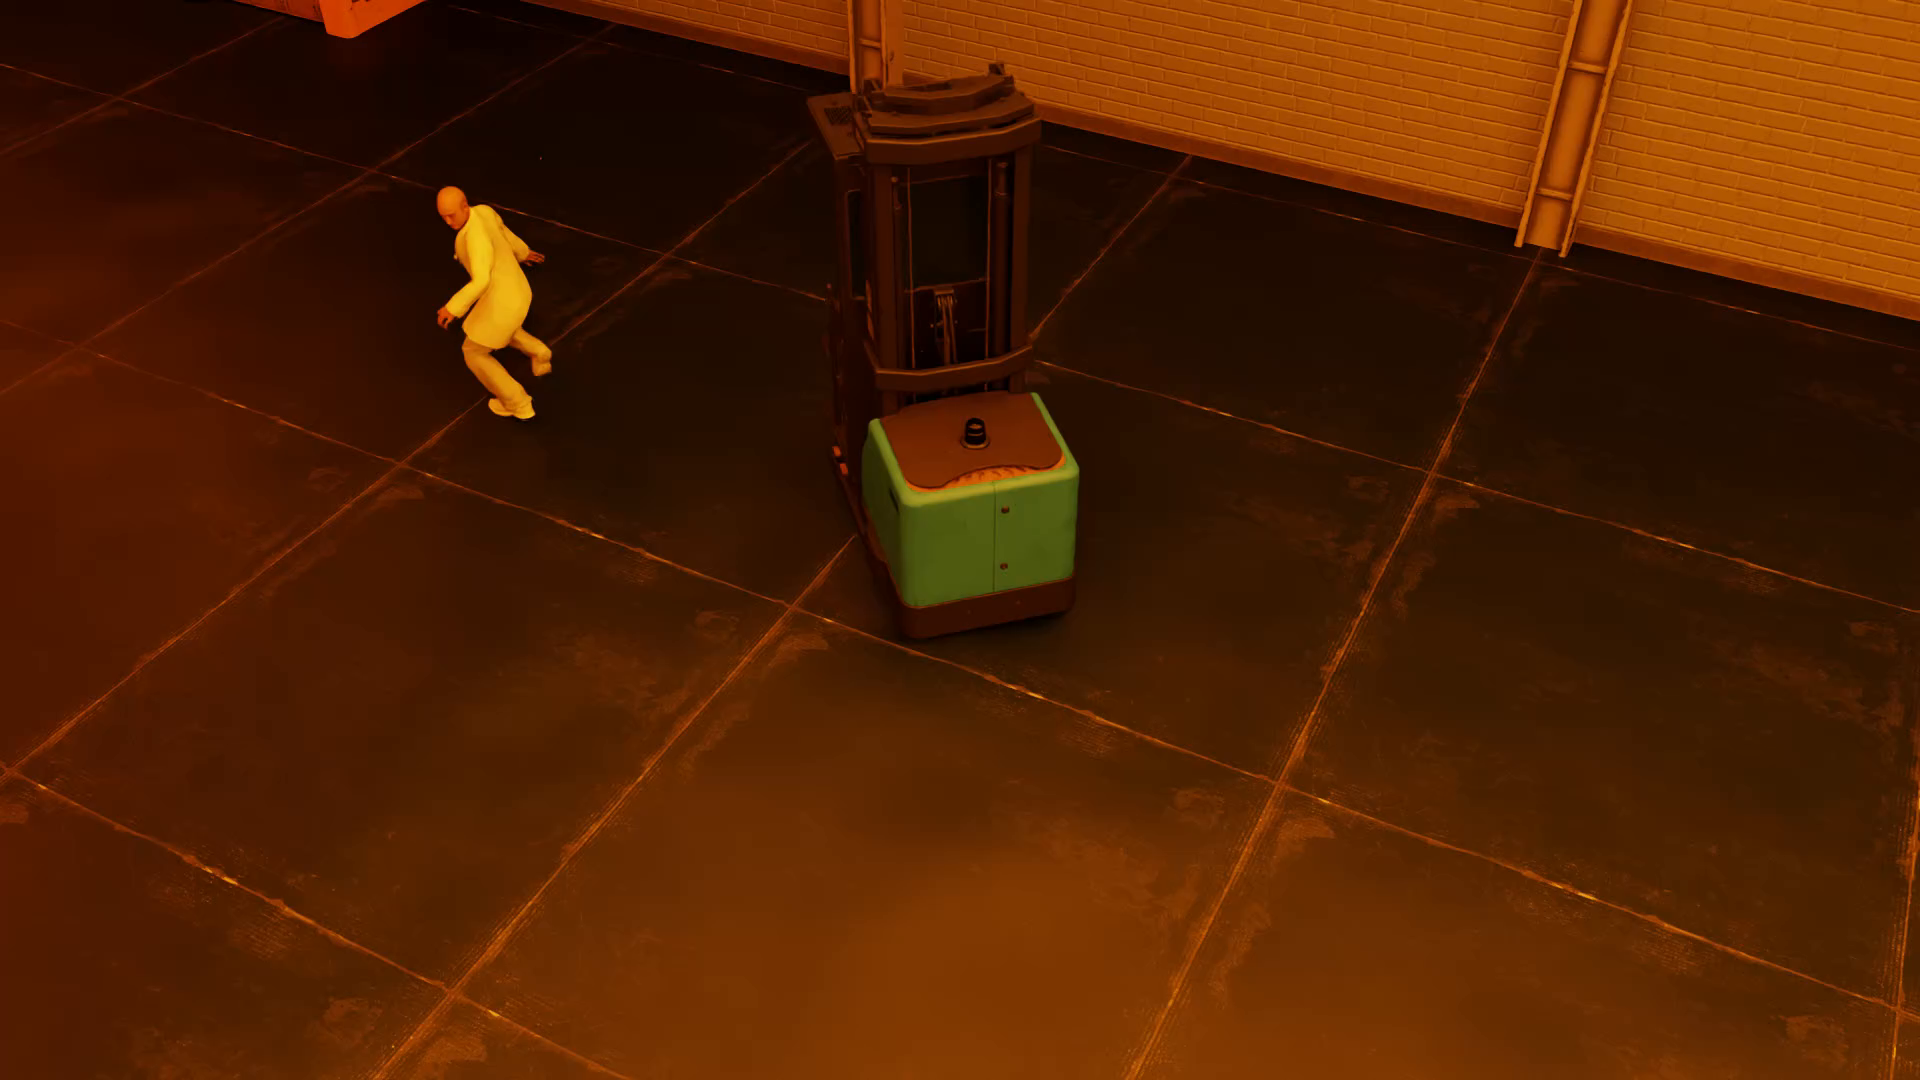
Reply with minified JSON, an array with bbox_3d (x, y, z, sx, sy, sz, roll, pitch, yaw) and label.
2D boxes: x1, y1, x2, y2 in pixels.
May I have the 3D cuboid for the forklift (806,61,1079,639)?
[{"bbox_3d":[-0.228,-1.514,9.785,1.130,2.935,3.031,-11,41,-12],"label":"forklift"}]

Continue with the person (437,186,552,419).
[{"bbox_3d":[-3.072,-1.609,10.995,0.509,1.670,1.057,1,40,1],"label":"person"}]
